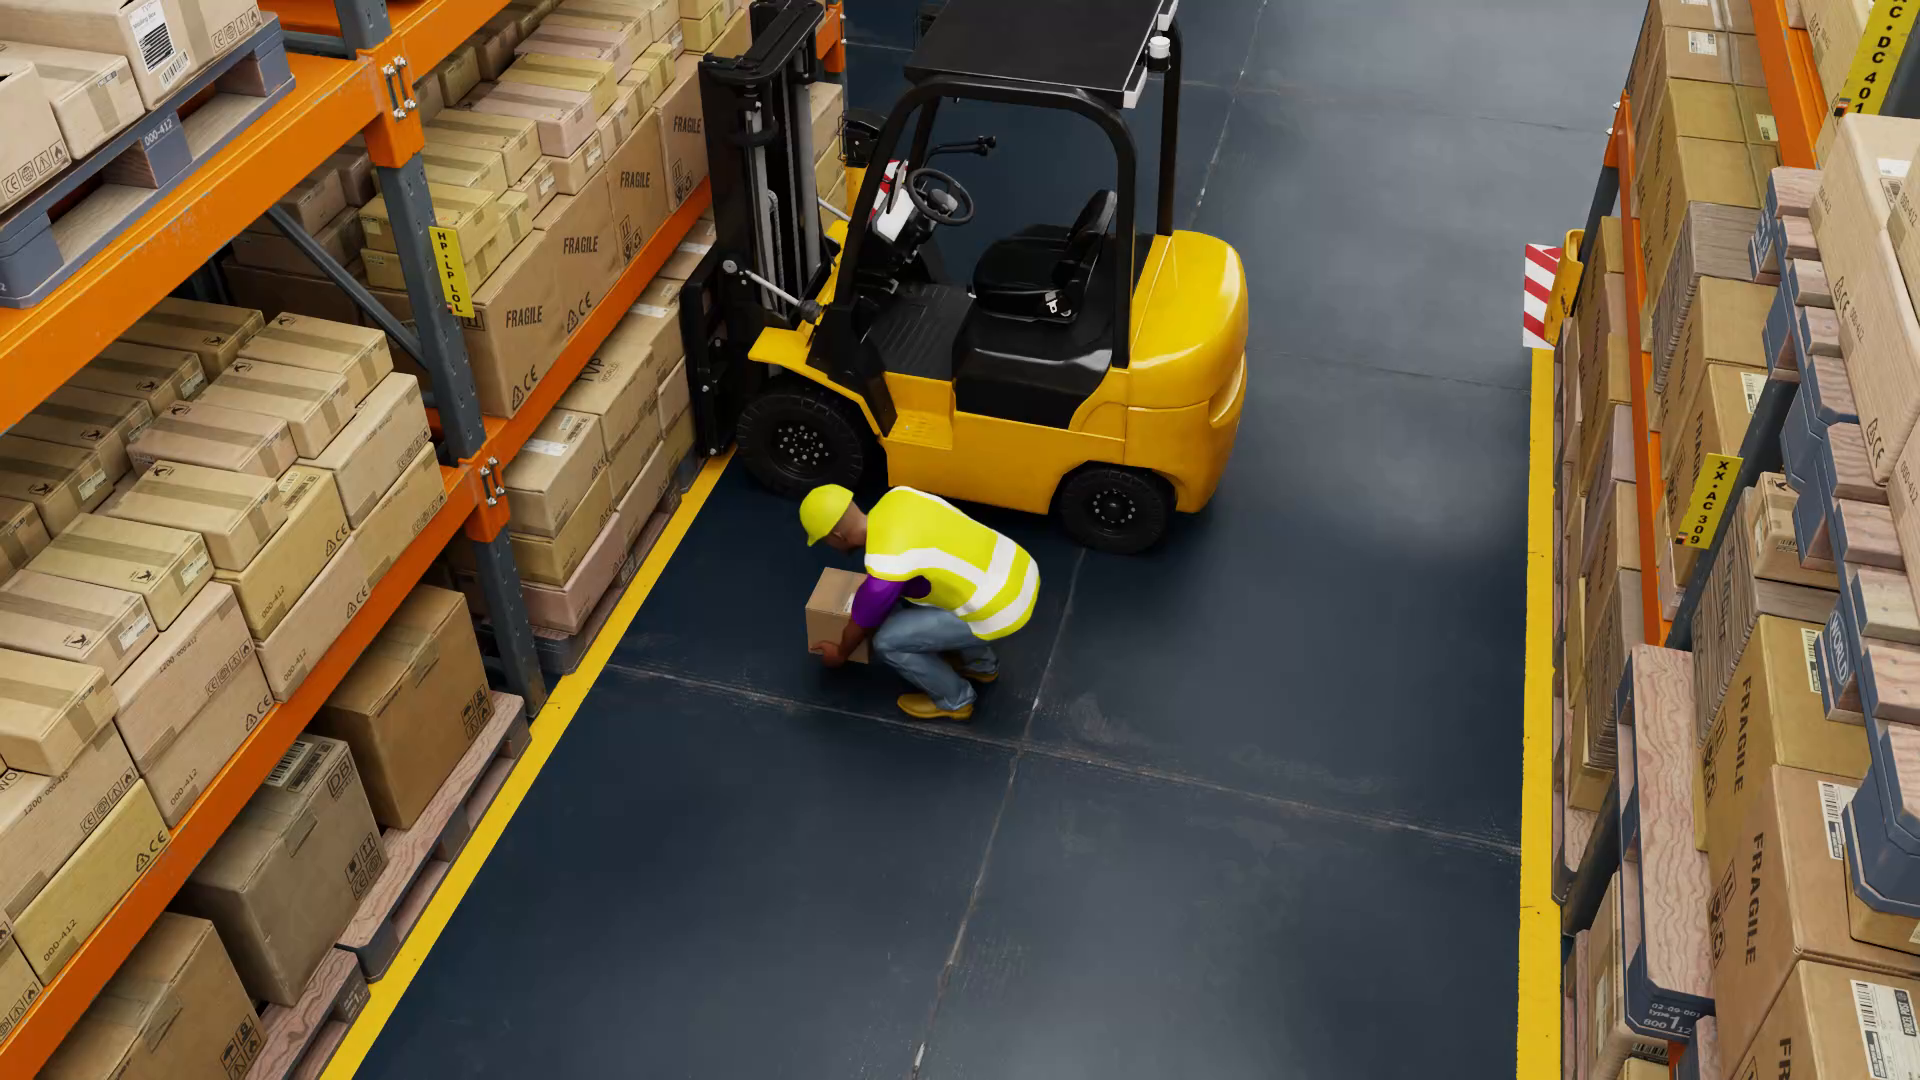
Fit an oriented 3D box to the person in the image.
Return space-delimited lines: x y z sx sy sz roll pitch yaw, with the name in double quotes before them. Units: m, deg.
"person" -0.156 0.234 6.447 0.905 1.018 0.537 9 42 10
